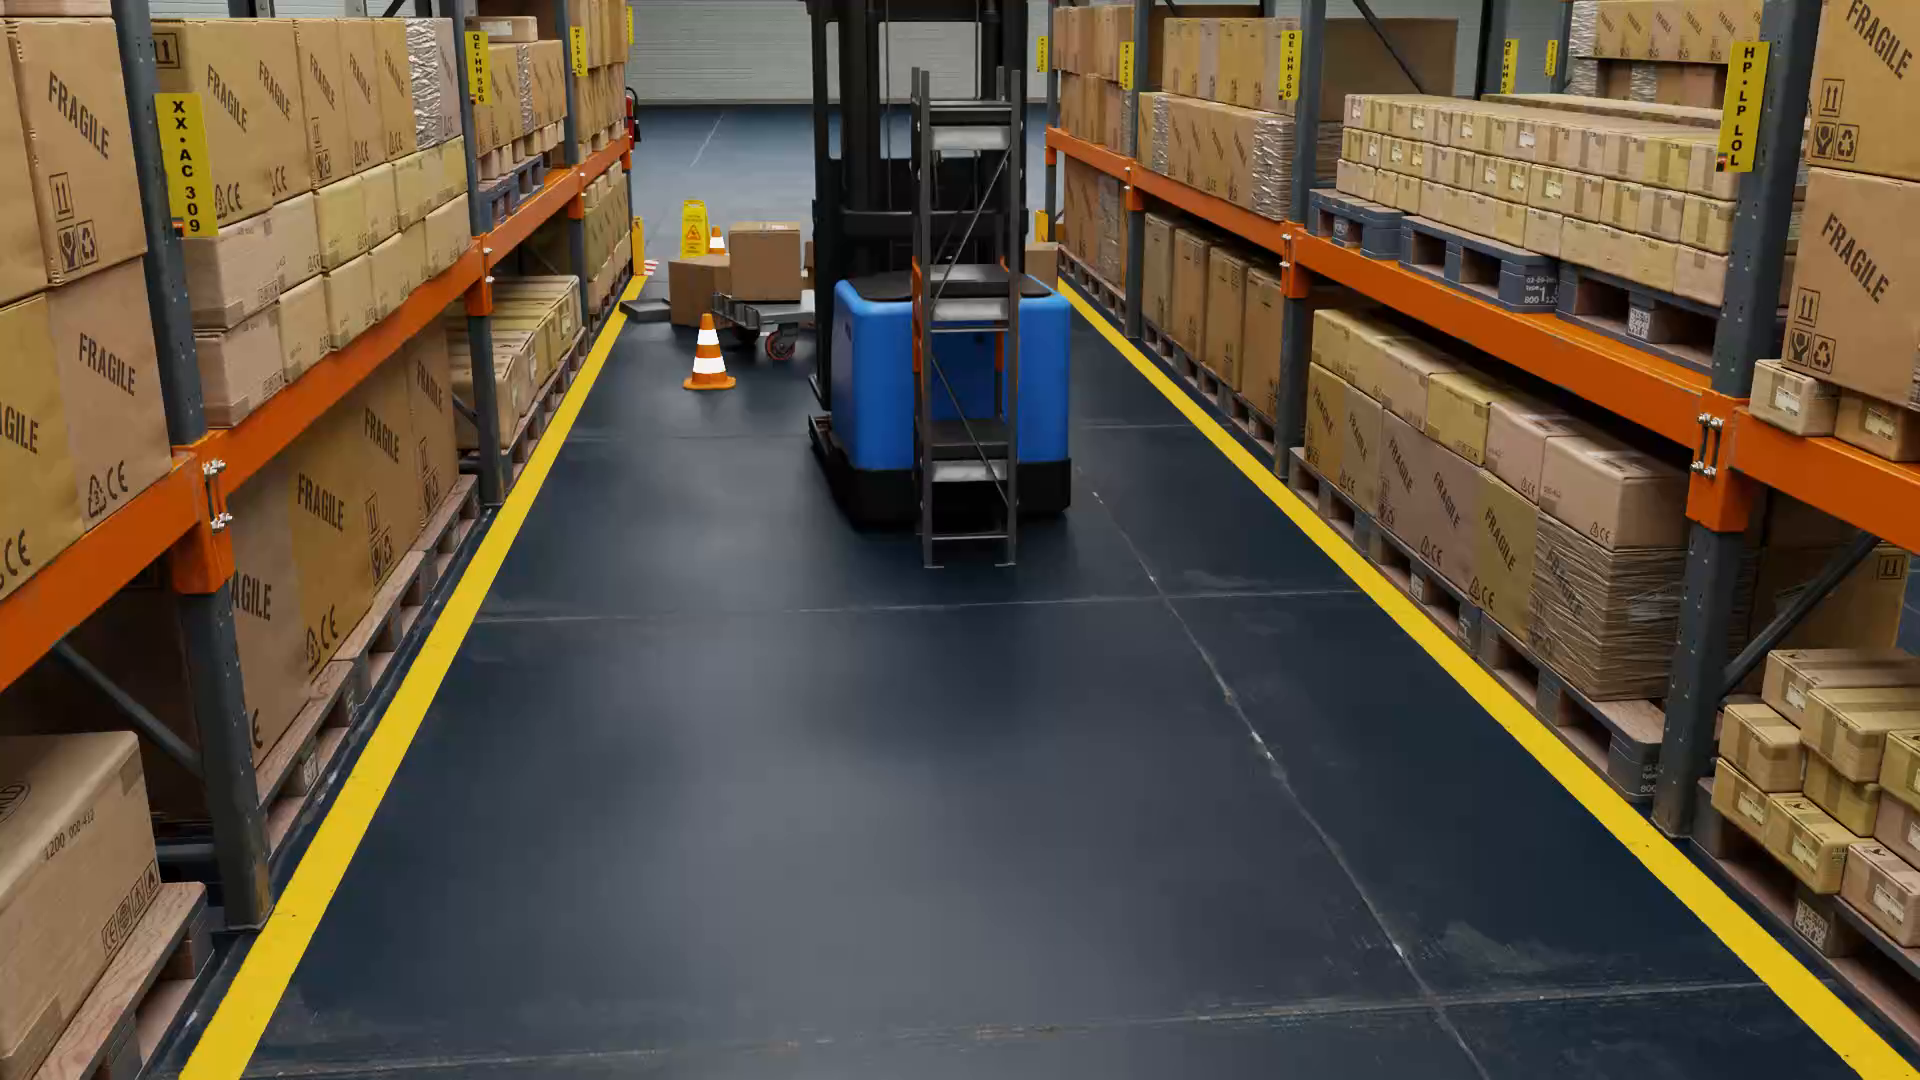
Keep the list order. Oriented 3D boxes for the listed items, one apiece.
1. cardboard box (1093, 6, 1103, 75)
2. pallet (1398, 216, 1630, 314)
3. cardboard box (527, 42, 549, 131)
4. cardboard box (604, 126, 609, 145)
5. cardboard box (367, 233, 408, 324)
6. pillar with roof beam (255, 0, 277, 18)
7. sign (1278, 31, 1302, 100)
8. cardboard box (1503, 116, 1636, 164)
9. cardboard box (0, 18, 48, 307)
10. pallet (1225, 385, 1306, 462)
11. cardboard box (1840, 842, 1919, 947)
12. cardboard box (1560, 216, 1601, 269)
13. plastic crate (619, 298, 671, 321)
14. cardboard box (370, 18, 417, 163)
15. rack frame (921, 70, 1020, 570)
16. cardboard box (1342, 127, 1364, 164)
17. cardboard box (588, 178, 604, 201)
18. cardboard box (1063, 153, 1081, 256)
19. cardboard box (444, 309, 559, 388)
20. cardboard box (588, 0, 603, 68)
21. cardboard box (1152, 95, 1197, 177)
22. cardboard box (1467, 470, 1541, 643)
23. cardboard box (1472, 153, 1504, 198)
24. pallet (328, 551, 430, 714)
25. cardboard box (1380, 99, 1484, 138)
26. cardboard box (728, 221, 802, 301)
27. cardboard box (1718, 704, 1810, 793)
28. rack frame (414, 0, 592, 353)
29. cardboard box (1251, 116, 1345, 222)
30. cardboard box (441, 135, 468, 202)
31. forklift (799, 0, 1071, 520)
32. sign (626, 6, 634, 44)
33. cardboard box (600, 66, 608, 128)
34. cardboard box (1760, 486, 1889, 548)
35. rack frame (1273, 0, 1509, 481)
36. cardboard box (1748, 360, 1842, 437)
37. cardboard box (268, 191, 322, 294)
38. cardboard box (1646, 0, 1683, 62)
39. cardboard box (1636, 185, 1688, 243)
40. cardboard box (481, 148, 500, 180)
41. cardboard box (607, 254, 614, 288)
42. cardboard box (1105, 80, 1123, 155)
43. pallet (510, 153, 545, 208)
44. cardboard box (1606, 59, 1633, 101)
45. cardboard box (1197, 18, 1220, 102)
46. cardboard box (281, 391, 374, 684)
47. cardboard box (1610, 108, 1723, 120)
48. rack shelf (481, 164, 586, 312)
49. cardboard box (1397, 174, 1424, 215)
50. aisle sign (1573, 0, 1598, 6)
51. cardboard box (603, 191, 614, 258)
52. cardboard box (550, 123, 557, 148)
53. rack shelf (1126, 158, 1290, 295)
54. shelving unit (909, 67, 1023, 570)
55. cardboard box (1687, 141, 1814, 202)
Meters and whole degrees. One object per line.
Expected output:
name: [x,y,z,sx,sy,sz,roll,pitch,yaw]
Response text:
cardboard box: [1.587,-4.146,13.823,0.875,0.550,0.500,-2,18,-6]
pallet: [2.402,-1.094,6.473,1.003,0.211,1.213,-2,18,-6]
cardboard box: [-2.793,-2.740,10.033,0.500,0.500,0.500,-1,17,-4]
cardboard box: [-3.128,-3.370,13.824,0.380,0.149,0.250,-2,18,-6]
cardboard box: [-2.261,-0.923,5.860,0.500,0.250,0.500,-2,18,-7]
pillar with roof beam: [-6.298,-10.155,24.999,9.100,9.000,0.400,-2,18,-6]
sign: [1.605,-2.308,8.087,0.100,0.325,0.005,-2,18,-6]
cardboard box: [2.201,-1.448,6.007,0.380,0.149,0.250,-3,18,-8]
cardboard box: [-1.976,-0.640,2.872,0.500,0.500,0.500,-2,18,-6]
pallet: [2.151,-0.680,9.492,1.003,0.211,1.213,-2,18,-6]
cardboard box: [2.393,0.848,4.026,0.380,0.149,0.250,-2,18,-6]
cardboard box: [2.255,-1.001,5.576,0.380,0.149,0.250,-3,18,-8]
plastic crate: [-2.515,-1.882,13.540,0.402,0.080,0.583,-8,19,-25]
cardboard box: [-2.337,-1.669,6.148,0.500,0.500,0.500,-2,18,-6]
rack frame: [0.042,-0.880,6.974,0.400,2.100,0.015,-2,18,-6]
cardboard box: [2.007,-1.846,7.770,0.380,0.149,0.250,-1,17,-3]
cardboard box: [-2.969,-2.714,12.870,0.380,0.149,0.250,-1,17,-4]
cardboard box: [1.468,-3.144,15.529,0.875,0.875,0.875,-2,18,-5]
cardboard box: [-2.961,-1.152,10.023,0.950,0.372,0.625,-1,17,-4]
cardboard box: [-3.029,-3.740,12.248,0.700,0.500,0.500,-2,18,-5]
cardboard box: [1.584,-2.698,11.095,0.500,0.500,0.500,-2,18,-5]
cardboard box: [2.190,0.045,5.999,0.500,0.500,0.500,-2,18,-7]
cardboard box: [2.173,-1.382,6.293,0.380,0.149,0.250,-1,17,-4]
pallet: [-2.627,0.340,6.243,1.003,0.211,1.213,-2,18,-6]
cardboard box: [2.063,-1.841,7.259,0.380,0.149,0.250,-2,18,-6]
cardboard box: [-1.401,-2.015,11.996,0.500,0.500,0.500,-2,18,-6]
cardboard box: [2.289,0.554,4.467,0.380,0.149,0.250,-1,17,-3]
rack frame: [-3.169,-2.782,11.532,1.000,3.000,0.127,-2,18,-6]
cardboard box: [1.844,-1.947,8.705,0.500,0.500,0.500,-2,18,-6]
cardboard box: [-2.453,-1.621,7.249,0.500,0.250,0.500,-2,18,-6]
forklift: [-0.246,-1.891,8.809,1.130,2.935,3.031,-3,18,-10]
sign: [-3.027,-4.688,15.142,0.100,0.325,0.005,-2,18,-6]
cardboard box: [-3.122,-3.560,13.346,0.500,0.500,0.500,-2,17,-5]
cardboard box: [2.756,-0.176,5.449,0.500,0.250,0.500,-3,18,-8]
rack frame: [2.157,-1.774,8.319,1.000,3.000,0.127,-2,18,-6]
cardboard box: [2.273,-0.367,4.259,0.380,0.149,0.250,-1,17,-4]
cardboard box: [-2.190,-0.860,4.825,0.500,0.250,0.500,-2,17,-5]
cardboard box: [6.217,-4.328,14.121,0.500,0.500,0.500,-2,18,-6]
cardboard box: [2.304,-0.995,5.061,0.380,0.149,0.250,-2,18,-5]
cardboard box: [-2.583,-1.942,8.573,0.380,0.149,0.250,-3,18,-9]
cardboard box: [-3.084,-2.172,13.476,0.500,0.250,0.500,-2,18,-6]
cardboard box: [1.615,-3.310,12.961,0.875,0.550,0.550,-2,18,-6]
pallet: [-3.001,-2.088,9.639,1.003,0.211,1.213,-2,18,-6]
cardboard box: [6.476,-4.160,15.256,0.875,0.500,0.500,-2,18,-6]
cardboard box: [1.909,-3.039,10.512,0.700,0.500,0.500,-2,18,-5]
cardboard box: [-2.588,-0.037,5.632,0.875,0.875,0.875,-1,17,-4]
cardboard box: [2.795,-1.621,6.557,0.380,0.149,0.250,-1,17,-3]
rack shelf: [-2.962,-1.843,9.741,1.077,0.370,4.000,-2,18,-6]
cardboard box: [2.088,-1.474,7.082,0.380,0.149,0.250,-1,17,-3]
aisle sign: [5.971,-5.530,15.943,0.394,0.787,0.004,-2,18,-6]
cardboard box: [-3.080,-2.526,13.354,0.500,0.500,0.500,-1,17,-3]
cardboard box: [-2.769,-2.563,10.552,0.380,0.149,0.250,-2,18,-7]
rack shelf: [1.951,-2.026,10.324,1.077,0.370,4.000,-2,18,-6]
shelving unit: [0.017,-0.952,7.205,0.431,2.100,0.503,-2,18,-6]
cardboard box: [2.334,-1.060,4.770,0.380,0.149,0.250,-1,17,-3]
